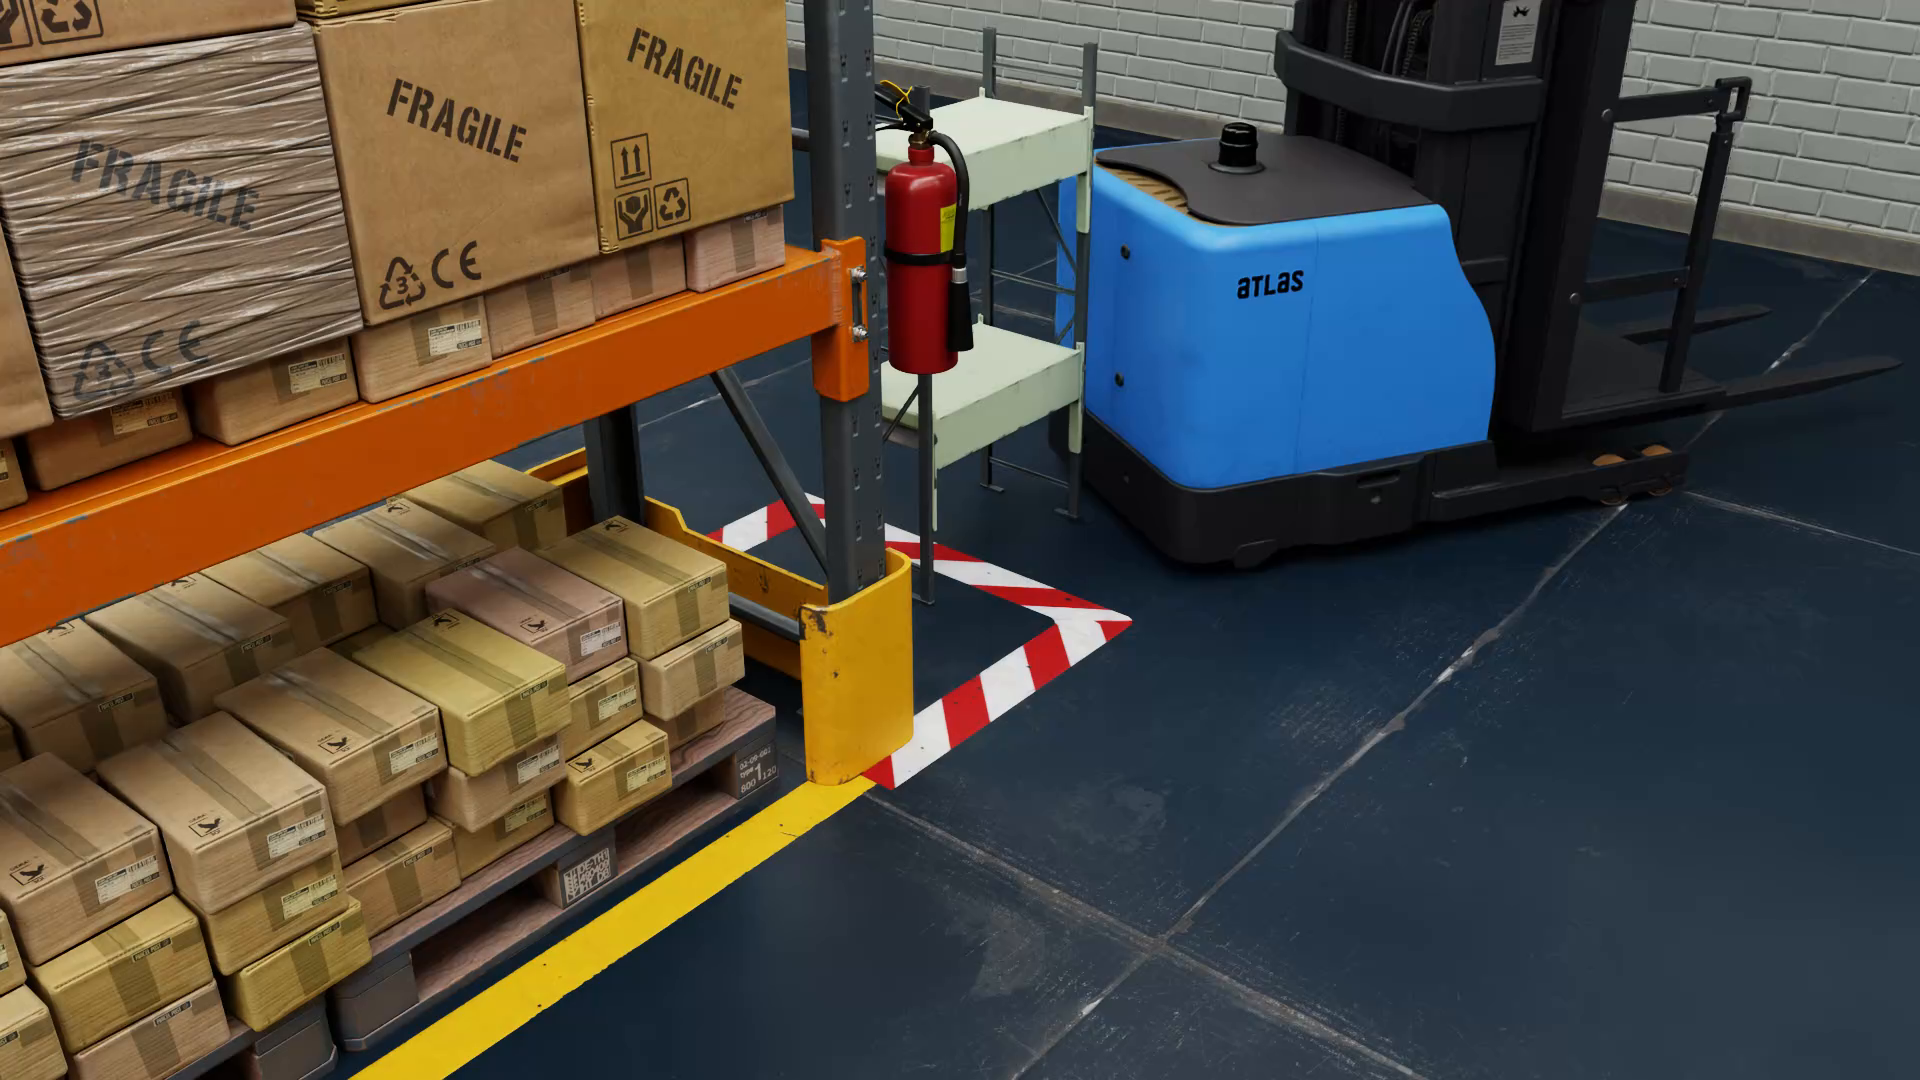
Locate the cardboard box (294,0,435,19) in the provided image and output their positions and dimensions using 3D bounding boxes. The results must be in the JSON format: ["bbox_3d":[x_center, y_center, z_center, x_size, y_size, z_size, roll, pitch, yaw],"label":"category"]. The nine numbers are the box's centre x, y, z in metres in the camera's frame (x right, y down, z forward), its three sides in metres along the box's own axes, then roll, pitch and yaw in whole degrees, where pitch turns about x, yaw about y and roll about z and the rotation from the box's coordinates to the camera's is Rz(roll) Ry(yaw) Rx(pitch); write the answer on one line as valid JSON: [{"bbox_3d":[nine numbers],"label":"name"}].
[{"bbox_3d":[-1.026,-1.180,2.746,0.500,0.500,0.500,19,33,33],"label":"cardboard box"}]

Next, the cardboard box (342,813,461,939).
[{"bbox_3d":[-1.245,0.634,3.406,0.380,0.149,0.250,21,34,35],"label":"cardboard box"}]

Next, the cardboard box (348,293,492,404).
[{"bbox_3d":[-1.073,-0.397,3.026,0.380,0.149,0.250,22,34,36],"label":"cardboard box"}]

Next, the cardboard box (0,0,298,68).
[{"bbox_3d":[-1.350,-0.993,2.385,0.500,0.500,0.500,23,35,37],"label":"cardboard box"}]

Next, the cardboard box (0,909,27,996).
[{"bbox_3d":[-1.756,0.651,2.725,0.380,0.149,0.250,21,34,35],"label":"cardboard box"}]

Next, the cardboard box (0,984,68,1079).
[{"bbox_3d":[-1.700,0.807,2.747,0.380,0.149,0.250,21,34,35],"label":"cardboard box"}]

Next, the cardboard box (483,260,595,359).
[{"bbox_3d":[-0.929,-0.494,3.214,0.380,0.149,0.250,20,34,34],"label":"cardboard box"}]

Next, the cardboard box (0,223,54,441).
[{"bbox_3d":[-1.664,-0.379,2.285,0.500,0.500,0.500,23,35,37],"label":"cardboard box"}]

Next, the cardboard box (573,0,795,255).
[{"bbox_3d":[-0.692,-0.916,3.324,0.500,0.500,0.500,22,34,35],"label":"cardboard box"}]

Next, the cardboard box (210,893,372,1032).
[{"bbox_3d":[-1.359,0.742,3.196,0.380,0.149,0.250,19,33,32],"label":"cardboard box"}]

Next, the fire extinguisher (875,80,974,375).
[{"bbox_3d":[-0.088,-0.729,3.884,0.296,0.674,0.183,21,34,34],"label":"fire extinguisher"}]

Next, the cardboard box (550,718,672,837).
[{"bbox_3d":[-0.864,0.474,3.715,0.380,0.149,0.250,22,35,36],"label":"cardboard box"}]

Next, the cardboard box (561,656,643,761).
[{"bbox_3d":[-0.928,0.321,3.687,0.380,0.149,0.250,20,33,33],"label":"cardboard box"}]

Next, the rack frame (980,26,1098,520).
[{"bbox_3d":[0.229,-0.794,5.152,0.400,1.500,0.023,21,34,34],"label":"rack frame"}]

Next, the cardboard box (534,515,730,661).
[{"bbox_3d":[-0.746,0.103,3.785,0.380,0.149,0.250,21,34,35],"label":"cardboard box"}]

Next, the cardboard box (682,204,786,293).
[{"bbox_3d":[-0.594,-0.665,3.543,0.380,0.149,0.250,21,34,34],"label":"cardboard box"}]

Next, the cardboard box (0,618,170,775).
[{"bbox_3d":[-1.819,0.320,3.365,0.380,0.149,0.250,22,35,36],"label":"cardboard box"}]

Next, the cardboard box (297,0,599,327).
[{"bbox_3d":[-1.023,-0.735,2.974,0.500,0.500,0.500,20,33,34],"label":"cardboard box"}]

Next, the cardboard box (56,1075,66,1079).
[{"bbox_3d":[-1.767,0.901,2.889,0.380,0.149,0.250,22,34,36],"label":"cardboard box"}]

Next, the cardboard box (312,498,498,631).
[{"bbox_3d":[-1.283,0.061,3.867,0.380,0.149,0.250,21,34,35],"label":"cardboard box"}]

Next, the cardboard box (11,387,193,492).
[{"bbox_3d":[-1.481,-0.234,2.710,0.380,0.149,0.250,19,33,32],"label":"cardboard box"}]

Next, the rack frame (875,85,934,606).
[{"bbox_3d":[-0.237,-0.534,4.650,0.400,1.500,0.023,21,34,34],"label":"rack frame"}]

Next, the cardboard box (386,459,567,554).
[{"bbox_3d":[-1.200,-0.072,4.124,0.380,0.149,0.250,19,33,32],"label":"cardboard box"}]

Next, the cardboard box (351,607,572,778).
[{"bbox_3d":[-1.017,0.304,3.396,0.380,0.149,0.250,20,33,33],"label":"cardboard box"}]

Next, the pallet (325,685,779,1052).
[{"bbox_3d":[-1.197,0.569,3.921,1.003,0.211,1.213,21,34,34],"label":"pallet"}]

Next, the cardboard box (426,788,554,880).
[{"bbox_3d":[-1.098,0.542,3.583,0.380,0.149,0.250,21,34,34],"label":"cardboard box"}]

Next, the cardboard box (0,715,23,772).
[{"bbox_3d":[-2.022,0.400,3.210,0.380,0.149,0.250,21,34,35],"label":"cardboard box"}]

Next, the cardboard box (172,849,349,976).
[{"bbox_3d":[-1.369,0.616,3.117,0.380,0.149,0.250,21,34,35],"label":"cardboard box"}]

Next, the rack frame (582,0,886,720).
[{"bbox_3d":[-0.605,-0.974,3.869,1.000,3.000,0.127,21,34,34],"label":"rack frame"}]

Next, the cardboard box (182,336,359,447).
[{"bbox_3d":[-1.264,-0.312,2.862,0.380,0.149,0.250,19,33,32],"label":"cardboard box"}]

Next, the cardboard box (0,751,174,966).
[{"bbox_3d":[-1.611,0.550,2.920,0.380,0.149,0.250,19,33,33],"label":"cardboard box"}]

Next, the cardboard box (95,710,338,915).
[{"bbox_3d":[-1.358,0.489,3.038,0.380,0.149,0.250,22,35,36],"label":"cardboard box"}]

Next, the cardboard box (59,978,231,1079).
[{"bbox_3d":[-1.549,0.833,3.020,0.380,0.149,0.250,22,34,35],"label":"cardboard box"}]

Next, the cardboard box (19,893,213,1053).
[{"bbox_3d":[-1.546,0.701,2.952,0.380,0.149,0.250,23,35,37],"label":"cardboard box"}]

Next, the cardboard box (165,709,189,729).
[{"bbox_3d":[-1.688,0.336,3.657,0.380,0.149,0.250,22,35,36],"label":"cardboard box"}]

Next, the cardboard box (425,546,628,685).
[{"bbox_3d":[-0.950,0.175,3.645,0.380,0.149,0.250,22,34,35],"label":"cardboard box"}]

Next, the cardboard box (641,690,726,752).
[{"bbox_3d":[-0.778,0.353,3.949,0.380,0.149,0.250,21,34,35],"label":"cardboard box"}]

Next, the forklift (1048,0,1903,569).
[{"bbox_3d":[1.873,-1.602,5.226,3.031,2.867,1.129,-10,29,-19],"label":"forklift"}]

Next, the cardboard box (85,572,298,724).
[{"bbox_3d":[-1.636,0.225,3.550,0.380,0.149,0.250,19,33,32],"label":"cardboard box"}]

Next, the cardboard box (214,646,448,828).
[{"bbox_3d":[-1.230,0.377,3.254,0.380,0.149,0.250,19,33,32],"label":"cardboard box"}]

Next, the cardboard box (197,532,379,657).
[{"bbox_3d":[-1.542,0.112,3.766,0.380,0.149,0.250,21,34,34],"label":"cardboard box"}]

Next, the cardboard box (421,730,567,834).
[{"bbox_3d":[-1.049,0.429,3.479,0.380,0.149,0.250,19,33,32],"label":"cardboard box"}]

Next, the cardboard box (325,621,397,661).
[{"bbox_3d":[-1.441,0.277,3.771,0.380,0.149,0.250,21,34,35],"label":"cardboard box"}]

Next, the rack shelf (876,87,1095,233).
[{"bbox_3d":[-0.004,-1.010,4.721,0.431,0.370,0.720,21,34,34],"label":"rack shelf"}]

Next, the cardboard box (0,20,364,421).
[{"bbox_3d":[-1.338,-0.553,2.621,0.500,0.500,0.500,21,34,35],"label":"cardboard box"}]

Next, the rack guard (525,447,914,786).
[{"bbox_3d":[-0.653,0.163,4.391,1.175,0.500,0.348,21,34,34],"label":"rack guard"}]

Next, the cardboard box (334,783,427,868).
[{"bbox_3d":[-1.300,0.494,3.353,0.380,0.149,0.250,20,34,34],"label":"cardboard box"}]

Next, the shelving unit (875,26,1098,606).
[{"bbox_3d":[-0.004,-0.664,4.901,0.431,1.500,0.755,21,34,34],"label":"shelving unit"}]

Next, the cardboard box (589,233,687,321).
[{"bbox_3d":[-0.781,-0.587,3.394,0.380,0.149,0.250,21,34,34],"label":"cardboard box"}]

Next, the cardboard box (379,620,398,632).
[{"bbox_3d":[-1.354,0.165,3.989,0.380,0.149,0.250,21,34,34],"label":"cardboard box"}]

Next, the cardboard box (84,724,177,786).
[{"bbox_3d":[-1.783,0.458,3.421,0.380,0.149,0.250,19,33,32],"label":"cardboard box"}]

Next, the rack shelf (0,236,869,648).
[{"bbox_3d":[-1.877,0.054,2.663,1.077,0.370,4.000,21,34,34],"label":"rack shelf"}]

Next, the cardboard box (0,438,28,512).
[{"bbox_3d":[-1.637,-0.135,2.519,0.380,0.149,0.250,21,34,35],"label":"cardboard box"}]

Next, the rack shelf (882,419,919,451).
[{"bbox_3d":[-0.004,-0.438,5.018,0.332,0.071,0.664,21,34,34],"label":"rack shelf"}]

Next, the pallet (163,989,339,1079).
[{"bbox_3d":[-1.973,0.999,3.088,1.003,0.211,1.213,21,34,34],"label":"pallet"}]
